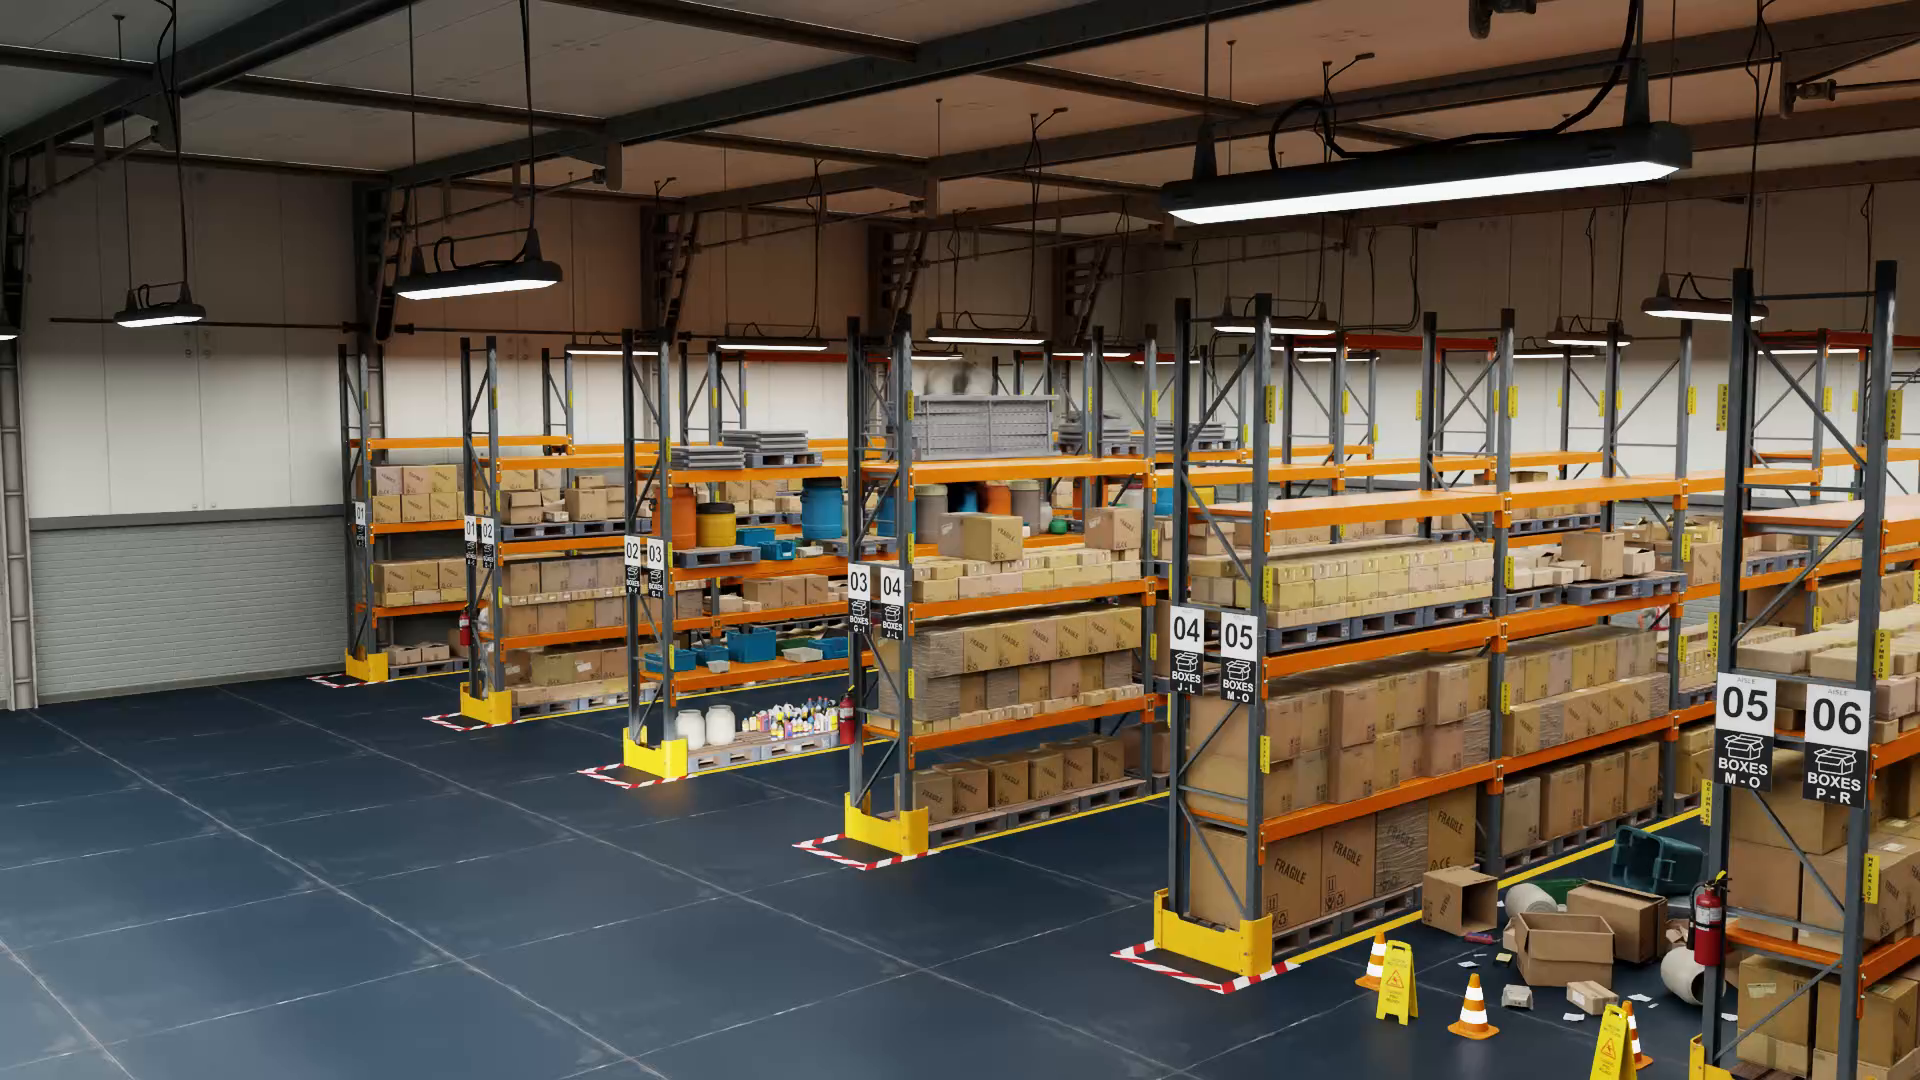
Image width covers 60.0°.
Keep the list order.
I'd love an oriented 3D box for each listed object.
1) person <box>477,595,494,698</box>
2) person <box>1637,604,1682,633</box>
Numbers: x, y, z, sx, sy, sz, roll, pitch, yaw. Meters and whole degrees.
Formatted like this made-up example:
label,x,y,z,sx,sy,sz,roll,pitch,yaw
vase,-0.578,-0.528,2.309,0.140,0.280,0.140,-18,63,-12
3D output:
label,x,y,z,sx,sy,sz,roll,pitch,yaw
person,-7.885,1.787,28.175,0.712,1.704,0.835,2,6,23
person,12.233,1.698,28.953,0.722,1.775,0.628,-1,5,-9
